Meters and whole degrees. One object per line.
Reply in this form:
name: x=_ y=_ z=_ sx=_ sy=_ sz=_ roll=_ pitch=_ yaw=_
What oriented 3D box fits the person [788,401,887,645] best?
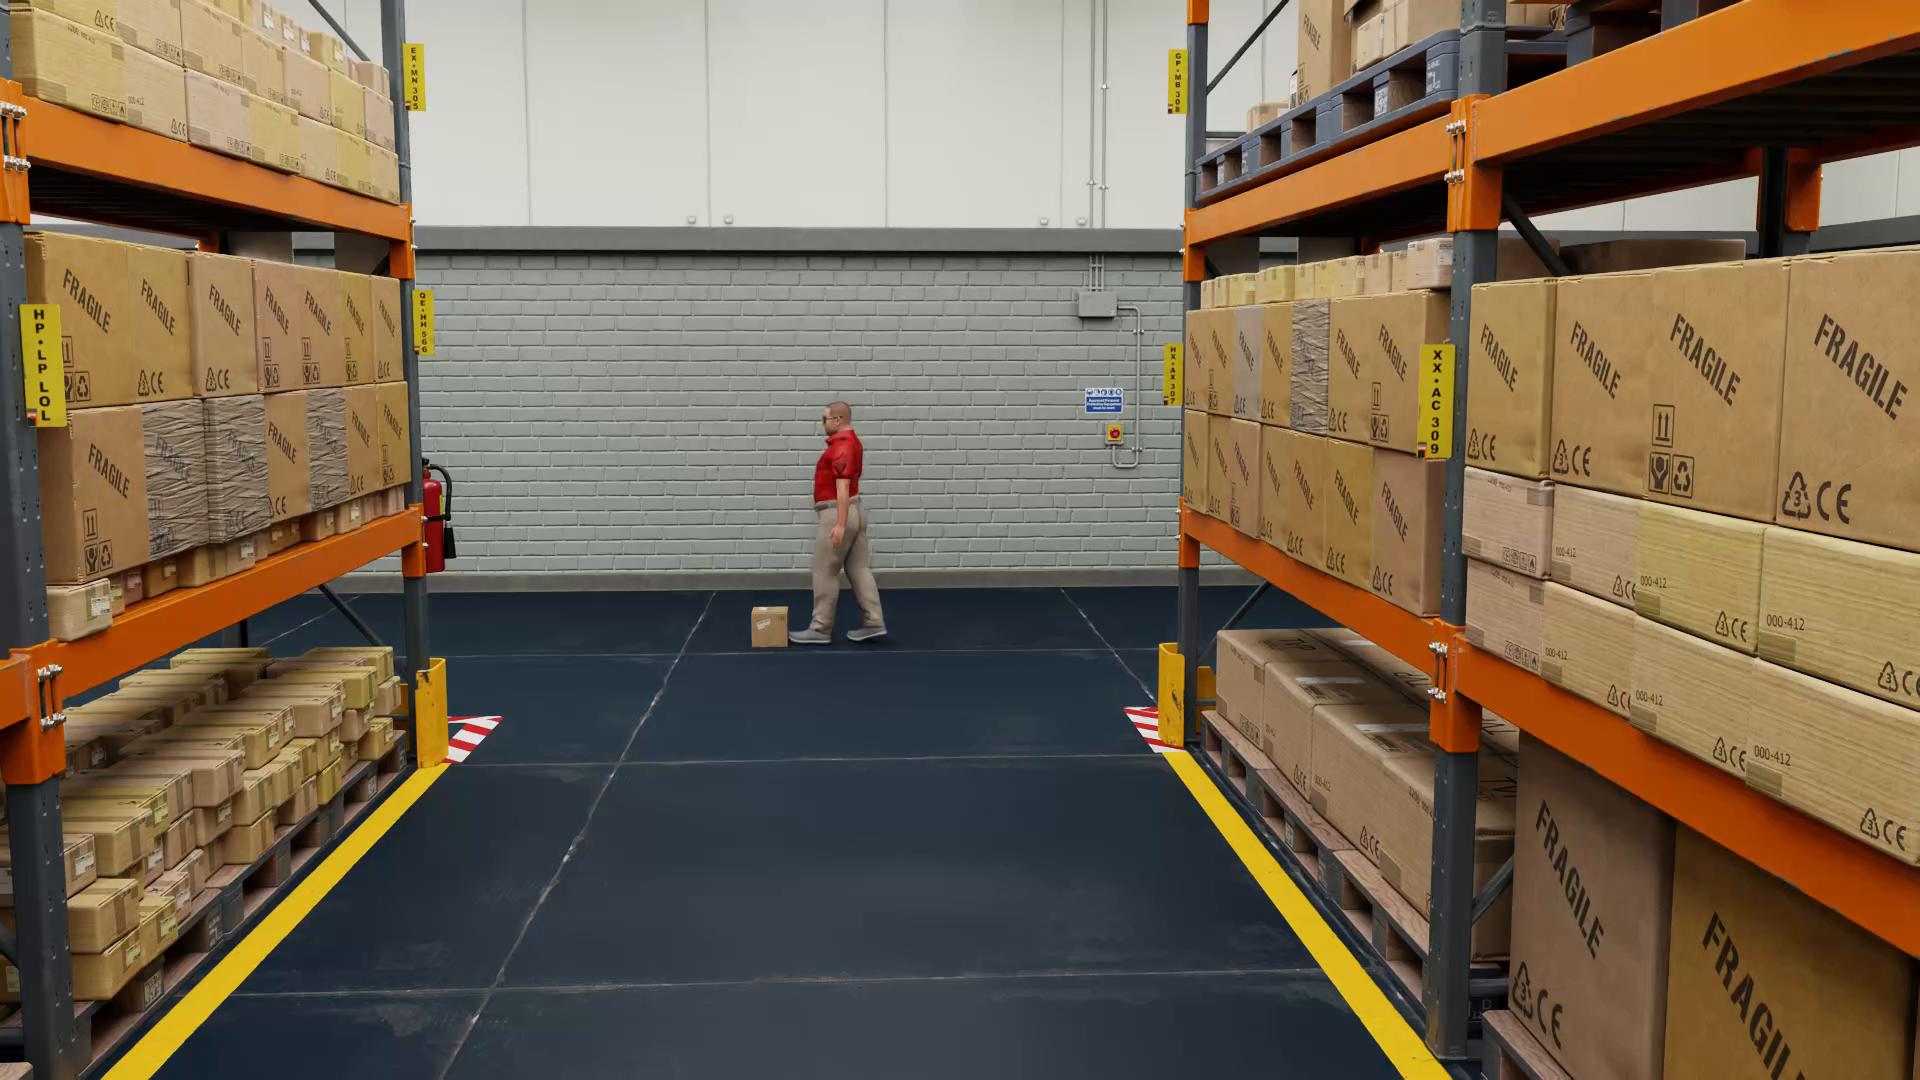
person: x=-0.875 y=-0.126 z=11.811 sx=0.698 sy=1.721 sz=0.555 roll=2 pitch=7 yaw=14
